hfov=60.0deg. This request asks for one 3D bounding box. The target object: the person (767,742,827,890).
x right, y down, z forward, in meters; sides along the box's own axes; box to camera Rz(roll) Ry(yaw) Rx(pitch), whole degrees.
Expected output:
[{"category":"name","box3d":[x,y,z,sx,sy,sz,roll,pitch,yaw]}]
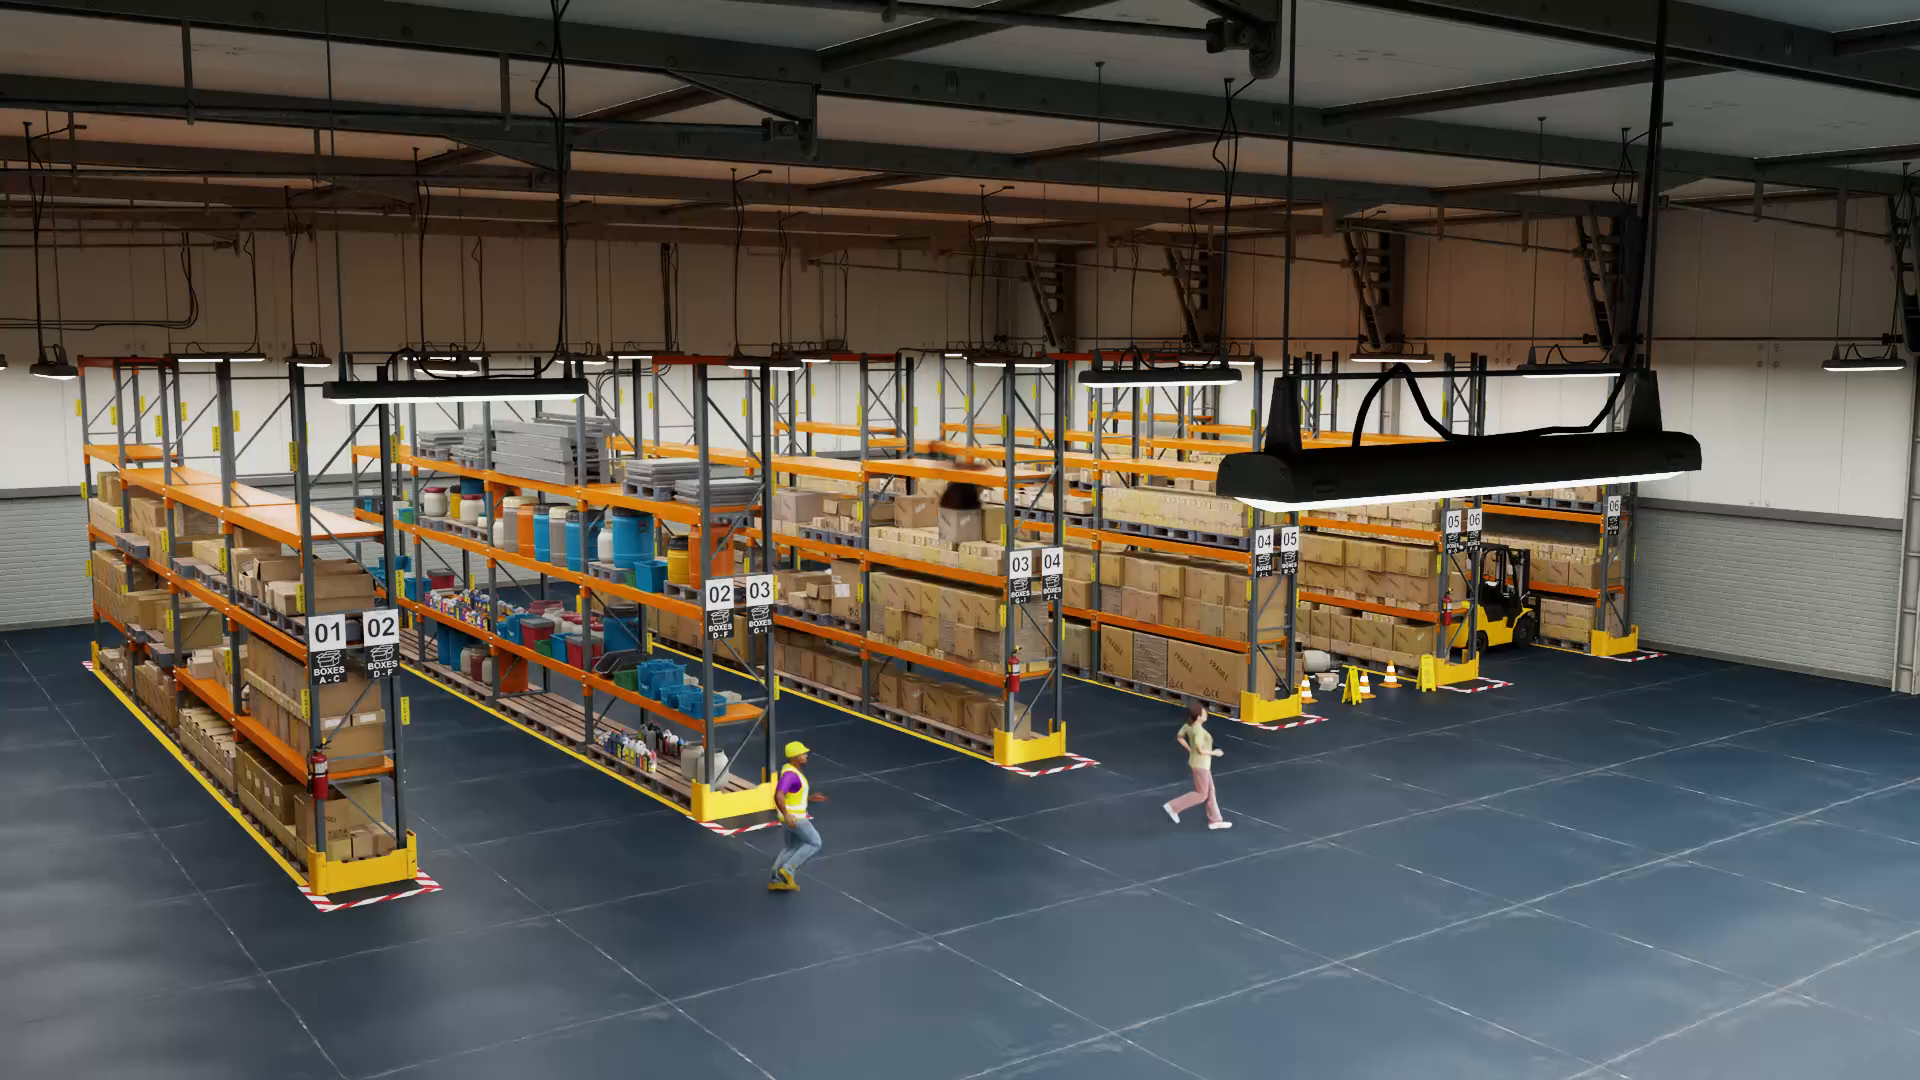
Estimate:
[{"category":"person","box3d":[-1.860,3.159,19.040,0.720,1.718,0.681,-2,7,-12]}]

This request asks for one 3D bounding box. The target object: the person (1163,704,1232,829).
[{"category":"person","box3d":[3.052,2.917,21.356,0.924,1.645,0.580,-1,7,-9]}]

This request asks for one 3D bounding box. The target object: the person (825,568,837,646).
[{"category":"person","box3d":[-2.514,1.432,33.304,0.651,1.725,0.583,-6,9,-39]}]
